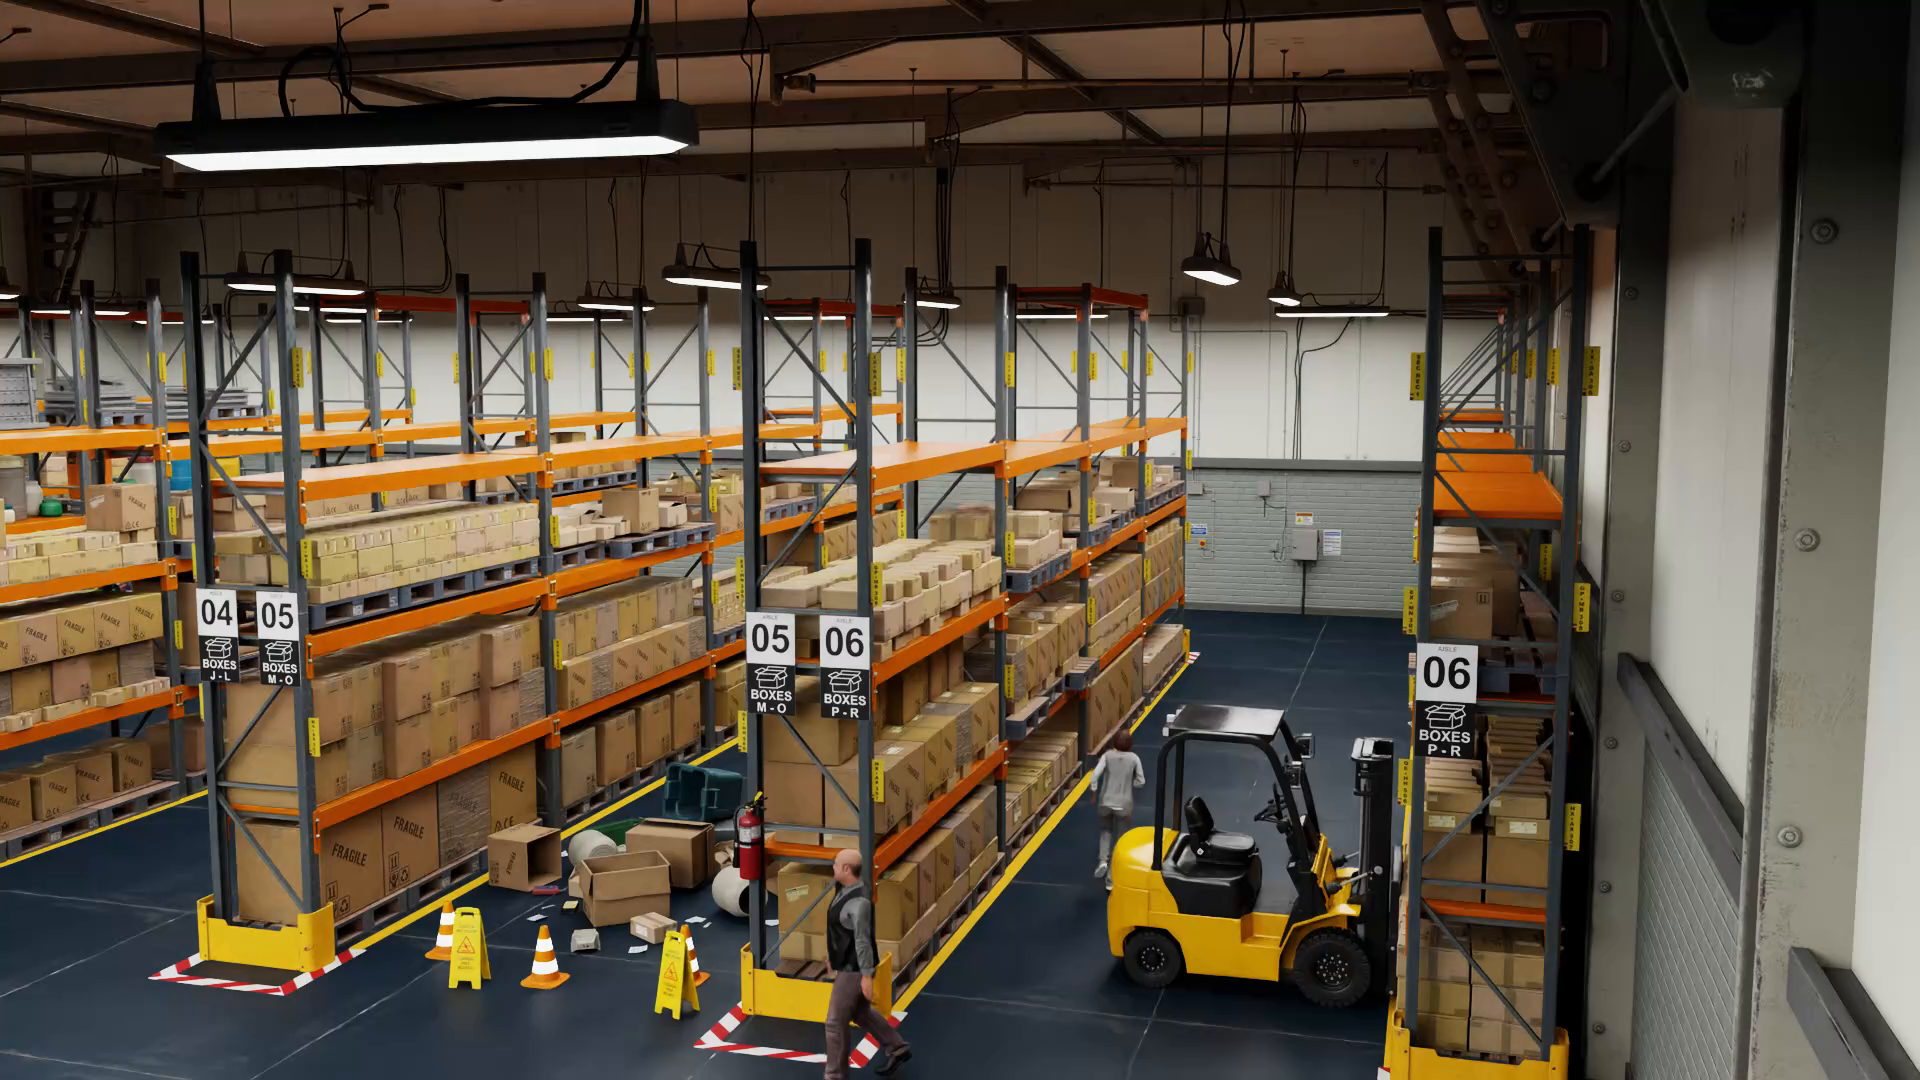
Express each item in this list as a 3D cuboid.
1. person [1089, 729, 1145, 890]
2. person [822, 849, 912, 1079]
[{"bbox_3d":[1.536,2.607,16.310,0.511,1.502,0.751,2,7,20],"label":"person"},{"bbox_3d":[-0.726,3.104,11.737,0.793,1.515,0.532,-1,6,-6],"label":"person"}]
